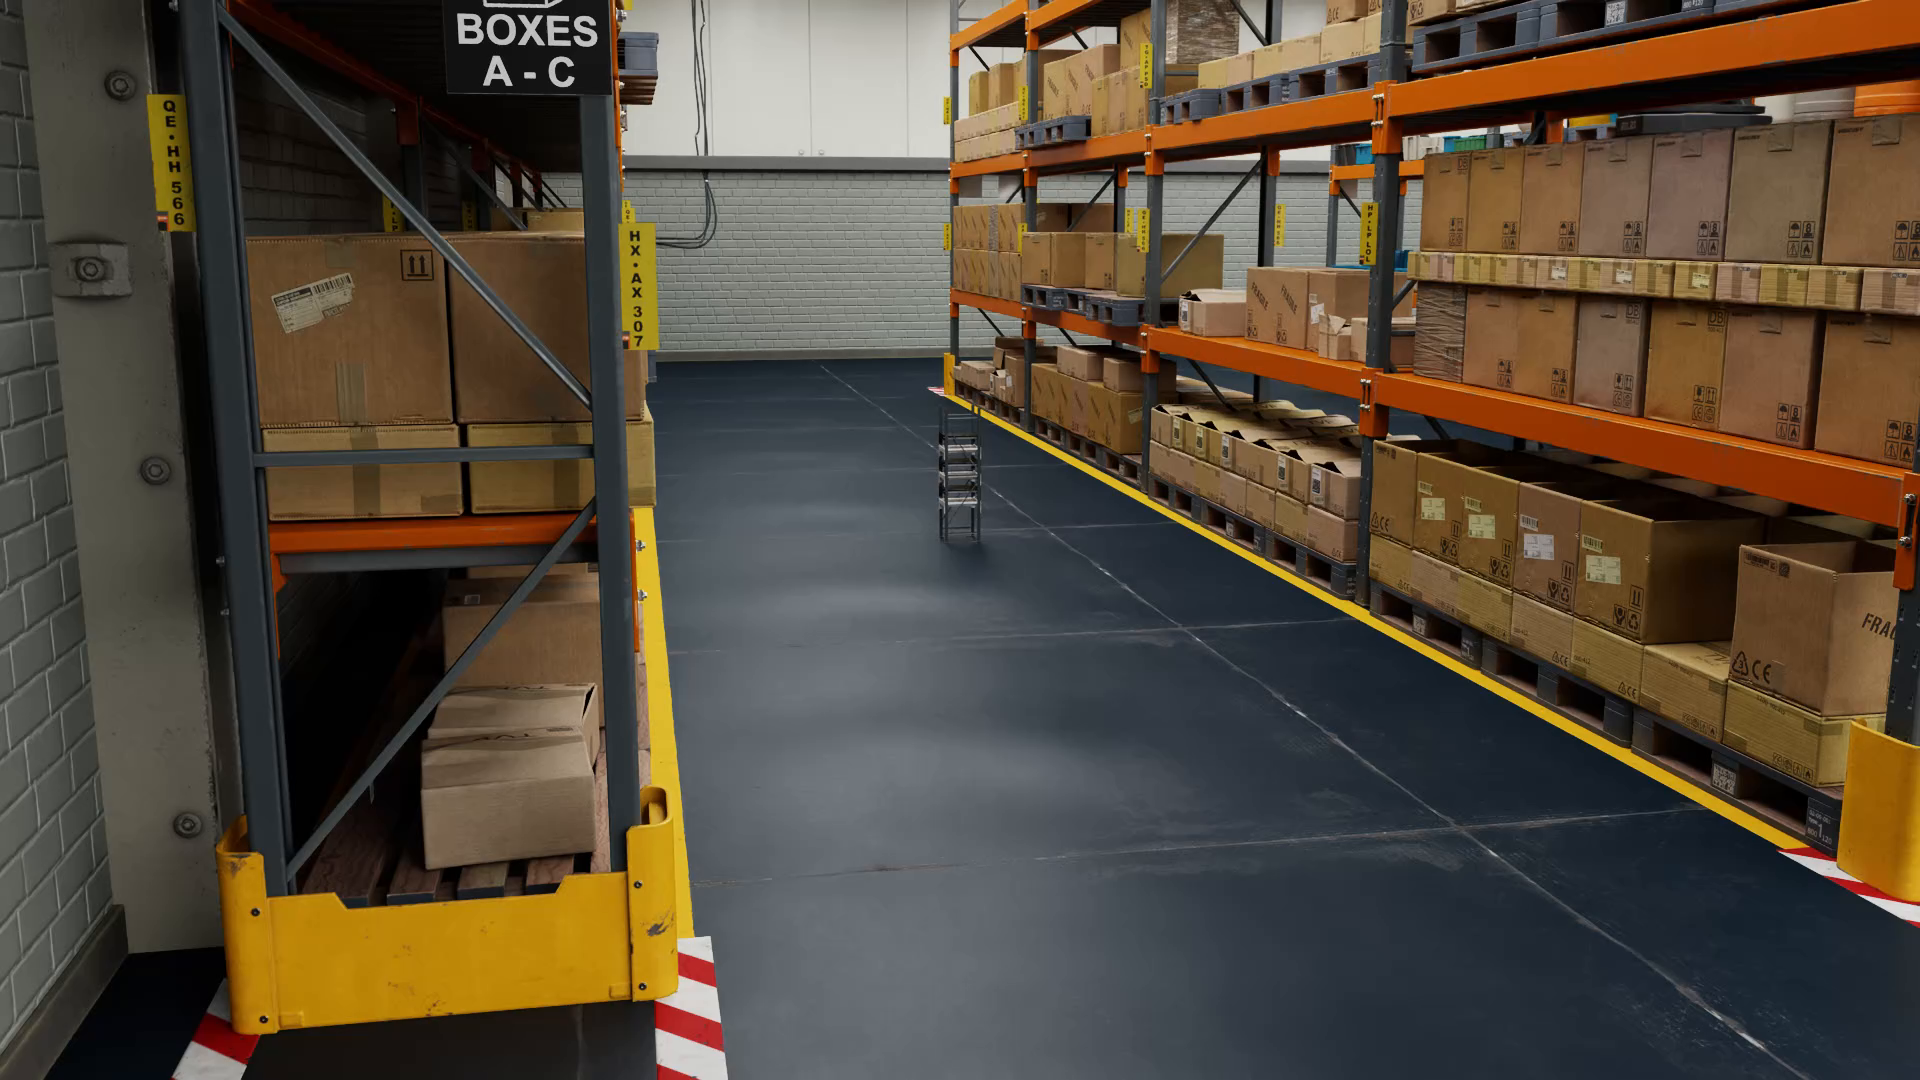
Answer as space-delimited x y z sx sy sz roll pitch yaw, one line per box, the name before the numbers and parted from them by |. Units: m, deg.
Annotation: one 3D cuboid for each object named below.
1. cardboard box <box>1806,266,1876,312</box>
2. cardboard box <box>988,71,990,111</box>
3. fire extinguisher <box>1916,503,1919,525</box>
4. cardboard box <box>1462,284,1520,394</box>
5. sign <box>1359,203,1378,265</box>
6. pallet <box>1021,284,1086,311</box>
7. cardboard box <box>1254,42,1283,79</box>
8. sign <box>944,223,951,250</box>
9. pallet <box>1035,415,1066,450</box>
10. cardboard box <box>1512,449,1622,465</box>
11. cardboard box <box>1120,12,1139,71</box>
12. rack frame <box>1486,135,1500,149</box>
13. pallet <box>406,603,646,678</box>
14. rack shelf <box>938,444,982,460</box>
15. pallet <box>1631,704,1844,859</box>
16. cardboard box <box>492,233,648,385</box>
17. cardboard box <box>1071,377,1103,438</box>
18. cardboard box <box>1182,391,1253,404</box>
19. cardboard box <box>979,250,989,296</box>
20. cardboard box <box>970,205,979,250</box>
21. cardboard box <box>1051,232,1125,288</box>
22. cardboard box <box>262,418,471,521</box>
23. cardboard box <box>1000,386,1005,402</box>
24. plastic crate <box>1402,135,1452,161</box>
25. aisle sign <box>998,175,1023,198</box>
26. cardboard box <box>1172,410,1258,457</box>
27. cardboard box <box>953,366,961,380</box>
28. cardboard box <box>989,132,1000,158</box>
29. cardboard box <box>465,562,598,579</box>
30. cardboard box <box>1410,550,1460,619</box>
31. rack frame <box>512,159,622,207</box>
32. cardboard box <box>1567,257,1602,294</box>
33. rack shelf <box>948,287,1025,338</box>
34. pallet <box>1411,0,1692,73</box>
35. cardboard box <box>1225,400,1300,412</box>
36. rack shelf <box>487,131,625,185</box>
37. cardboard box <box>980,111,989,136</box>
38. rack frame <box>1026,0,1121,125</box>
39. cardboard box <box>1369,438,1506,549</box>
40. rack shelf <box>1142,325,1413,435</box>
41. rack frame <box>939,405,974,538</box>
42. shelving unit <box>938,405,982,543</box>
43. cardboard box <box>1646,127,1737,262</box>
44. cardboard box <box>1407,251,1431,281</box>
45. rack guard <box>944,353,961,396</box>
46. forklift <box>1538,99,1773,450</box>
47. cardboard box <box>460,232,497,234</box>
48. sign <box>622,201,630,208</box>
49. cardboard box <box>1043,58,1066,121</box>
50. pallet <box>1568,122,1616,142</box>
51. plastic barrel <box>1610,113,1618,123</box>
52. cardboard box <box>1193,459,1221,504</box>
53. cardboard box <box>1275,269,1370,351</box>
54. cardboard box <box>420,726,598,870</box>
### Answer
cardboard box | 3.178 -0.870 5.743 0.380 0.149 0.250 -2 11 -10
cardboard box | 0.712 -5.063 18.813 0.700 0.500 0.500 -2 11 -11
fire extinguisher | 3.059 -0.315 5.034 0.296 0.674 0.183 -2 11 -11
cardboard box | 2.915 -0.996 8.141 0.700 0.500 0.500 -2 11 -12
sign | 2.183 -1.633 8.870 0.100 0.325 0.005 -2 11 -11
pallet | 1.206 -2.347 16.020 1.003 0.211 1.213 -2 11 -11
cardboard box | 2.299 -3.183 11.151 0.500 0.250 0.500 -2 11 -12
sign | -0.152 -3.731 20.463 0.100 0.325 0.005 -2 11 -11
pallet | 1.353 -1.074 16.277 1.003 0.211 1.213 -2 11 -11
cardboard box | 3.104 -0.180 8.343 0.500 0.500 0.500 -2 11 -11
cardboard box | 1.659 -4.140 13.960 0.500 0.500 0.500 -2 11 -11
rack frame | 6.017 -2.772 17.736 1.000 3.000 0.127 -2 11 -11
pallet | -1.979 0.548 7.754 1.003 0.211 1.213 -2 11 -11
rack shelf | -0.002 -0.588 11.093 0.258 0.077 0.200 -2 11 -11
pallet | 3.302 0.840 6.219 1.003 0.211 1.213 -2 11 -11
cardboard box | -1.345 -0.799 5.716 0.500 0.500 0.500 -2 11 -13
cardboard box | 1.315 -1.201 14.991 0.500 0.500 0.500 -3 11 -13
cardboard box | 2.128 -0.941 13.624 0.500 0.500 0.500 -2 11 -9
cardboard box | 0.503 -3.006 18.698 0.500 0.500 0.500 -2 11 -10
cardboard box | 0.409 -3.588 19.081 0.500 0.500 0.500 -2 11 -10
cardboard box | 1.227 -2.629 15.595 0.700 0.500 0.500 0 11 -2
cardboard box | -1.648 -0.225 4.705 0.500 0.250 0.500 -2 11 -10
cardboard box | 0.637 -1.569 17.863 0.380 0.149 0.250 -2 11 -11
plastic crate | 5.368 -4.503 19.126 0.437 0.282 0.530 -2 11 -11
aisle sign | 0.667 -4.626 20.529 0.394 0.787 0.004 -2 11 -11
cardboard box | 1.860 -0.787 12.039 0.500 0.311 0.500 -2 11 -12
cardboard box | 0.124 -2.052 20.404 0.380 0.149 0.250 -2 11 -11
cardboard box | 0.610 -4.255 17.908 0.500 0.250 0.500 -2 11 -11
cardboard box | -2.304 -0.067 9.033 0.700 0.500 0.500 -2 11 -9
cardboard box | 2.599 0.208 8.314 0.500 0.250 0.500 -2 11 -11
rack frame | -3.700 -2.411 15.843 1.000 3.000 0.127 -2 11 -11
cardboard box | 2.881 -1.152 7.226 0.380 0.149 0.250 -2 11 -11
rack shelf | 0.769 -2.606 18.787 1.077 0.370 4.000 -2 11 -11
pallet | 2.905 -2.399 7.995 1.003 0.211 1.213 -2 11 -11
cardboard box | 2.279 -0.902 12.646 0.500 0.311 0.500 -2 11 -10
rack shelf | -3.312 -3.165 13.703 1.077 0.370 4.000 -2 11 -11
cardboard box | 0.512 -4.592 18.343 0.500 0.250 0.500 -2 11 -11
rack frame | 1.158 -5.539 16.232 1.000 3.000 0.127 -2 11 -11
cardboard box | 2.497 -0.252 8.725 0.500 0.500 0.500 -2 11 -11
rack shelf | 2.325 -1.138 11.079 1.077 0.370 4.000 -2 11 -11
rack frame | -0.021 -0.462 11.218 0.240 0.900 0.006 -2 11 -11
shelving unit | -0.002 -0.444 11.120 0.258 0.900 0.210 -2 11 -11
cardboard box | 3.197 -1.362 6.594 0.700 0.500 0.500 -2 11 -11
cardboard box | 2.576 -1.436 8.718 0.380 0.149 0.250 -2 11 -11
rack guard | 0.395 -2.084 20.808 1.175 0.500 0.348 -2 11 -11
forklift | 4.775 -1.609 11.809 1.130 2.935 3.031 -2 11 -8
cardboard box | -1.958 -0.873 6.105 0.500 0.500 0.500 -2 11 -10
sign | -3.943 -3.847 19.657 0.100 0.325 0.005 -2 11 -11
cardboard box | 1.184 -4.275 15.955 0.600 0.600 0.600 -3 11 -16
pallet | 6.489 -3.804 15.644 1.003 0.211 1.213 -2 11 -11
plastic barrel | 6.499 -4.390 15.754 0.600 0.901 0.708 -2 11 -11
cardboard box | 1.955 -0.420 11.612 0.500 0.250 0.500 -2 11 -13
cardboard box | 2.381 -1.504 10.808 0.500 0.500 0.500 -2 11 -11
cardboard box | -1.413 0.764 5.174 0.500 0.311 0.500 -3 11 -17
